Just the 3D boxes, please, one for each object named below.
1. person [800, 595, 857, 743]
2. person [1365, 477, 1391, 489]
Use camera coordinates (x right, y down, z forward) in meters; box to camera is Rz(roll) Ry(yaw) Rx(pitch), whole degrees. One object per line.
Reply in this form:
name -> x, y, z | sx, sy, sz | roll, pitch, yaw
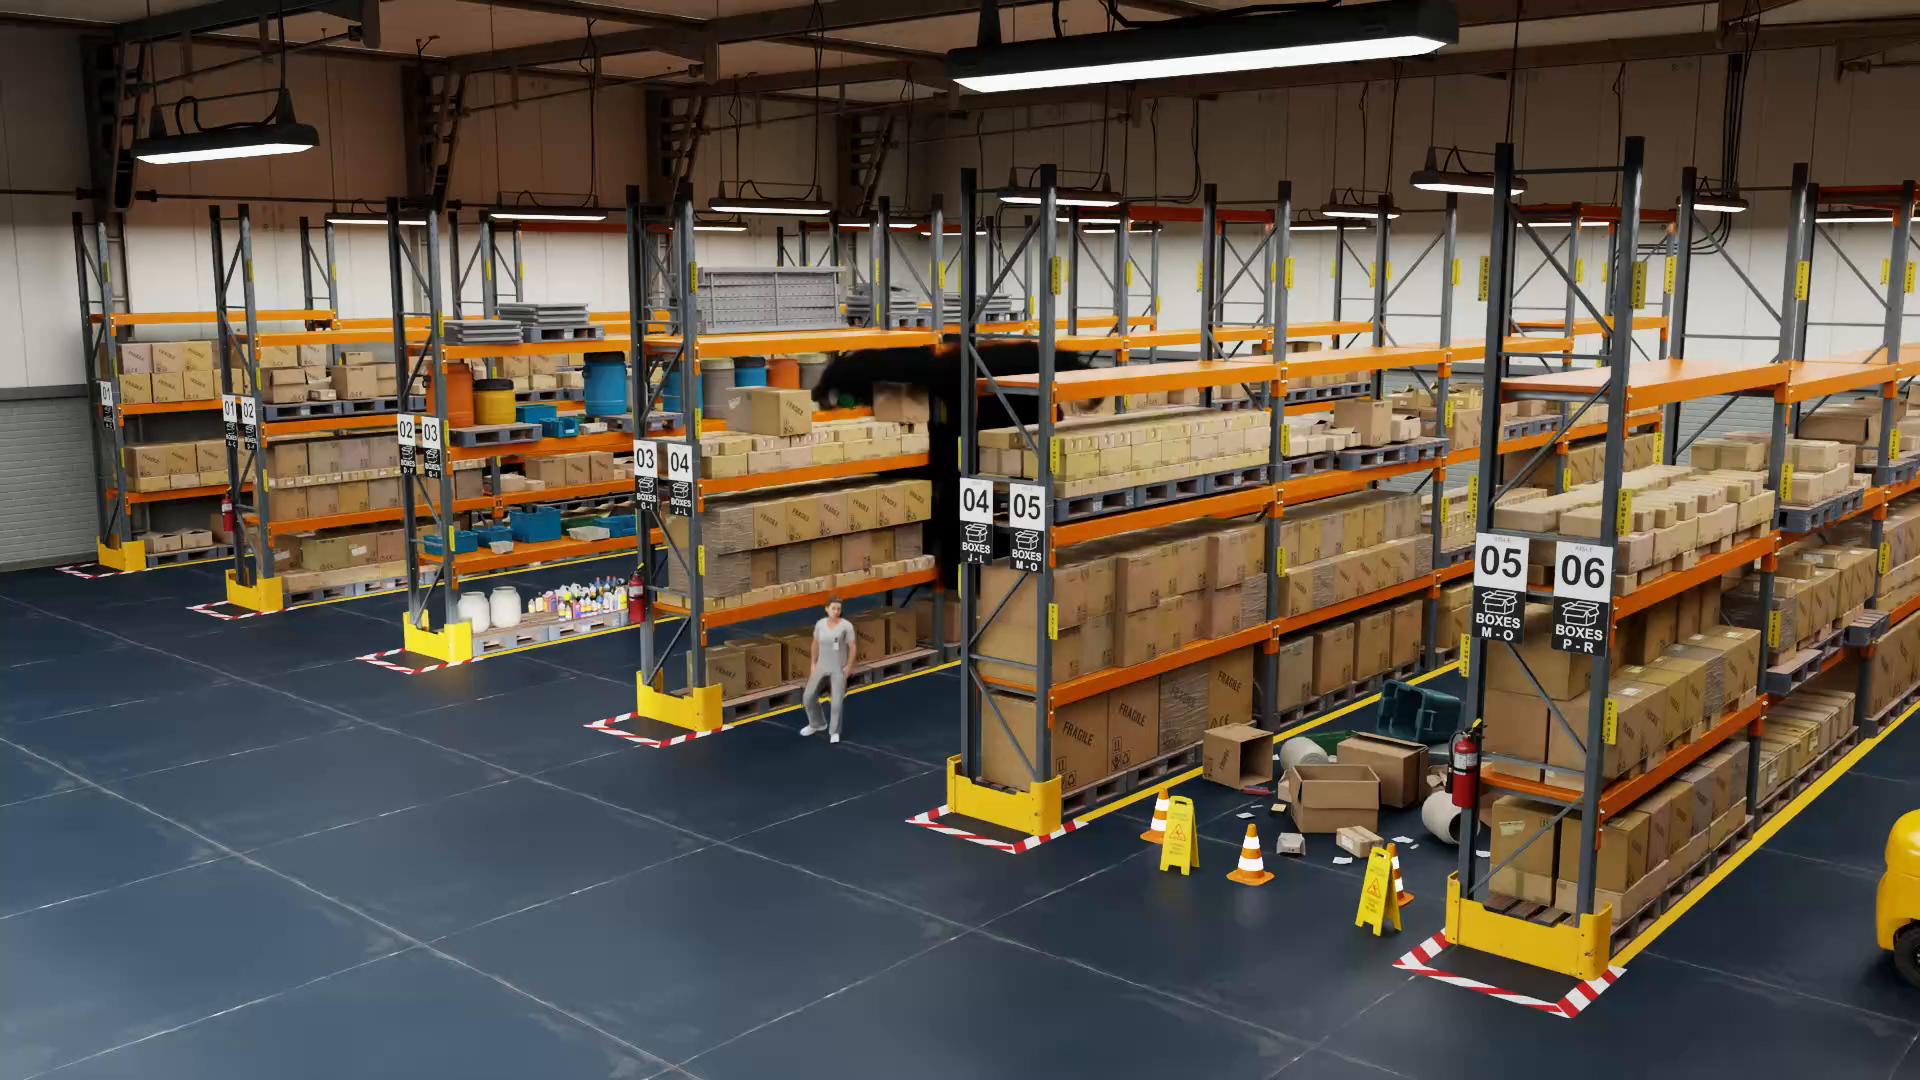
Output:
person -> -1.449, 1.399, 17.938 | 0.696, 1.640, 0.541 | 2, 10, 12
person -> 7.846, -0.960, 31.846 | 0.683, 1.656, 1.038 | -3, 10, -17
